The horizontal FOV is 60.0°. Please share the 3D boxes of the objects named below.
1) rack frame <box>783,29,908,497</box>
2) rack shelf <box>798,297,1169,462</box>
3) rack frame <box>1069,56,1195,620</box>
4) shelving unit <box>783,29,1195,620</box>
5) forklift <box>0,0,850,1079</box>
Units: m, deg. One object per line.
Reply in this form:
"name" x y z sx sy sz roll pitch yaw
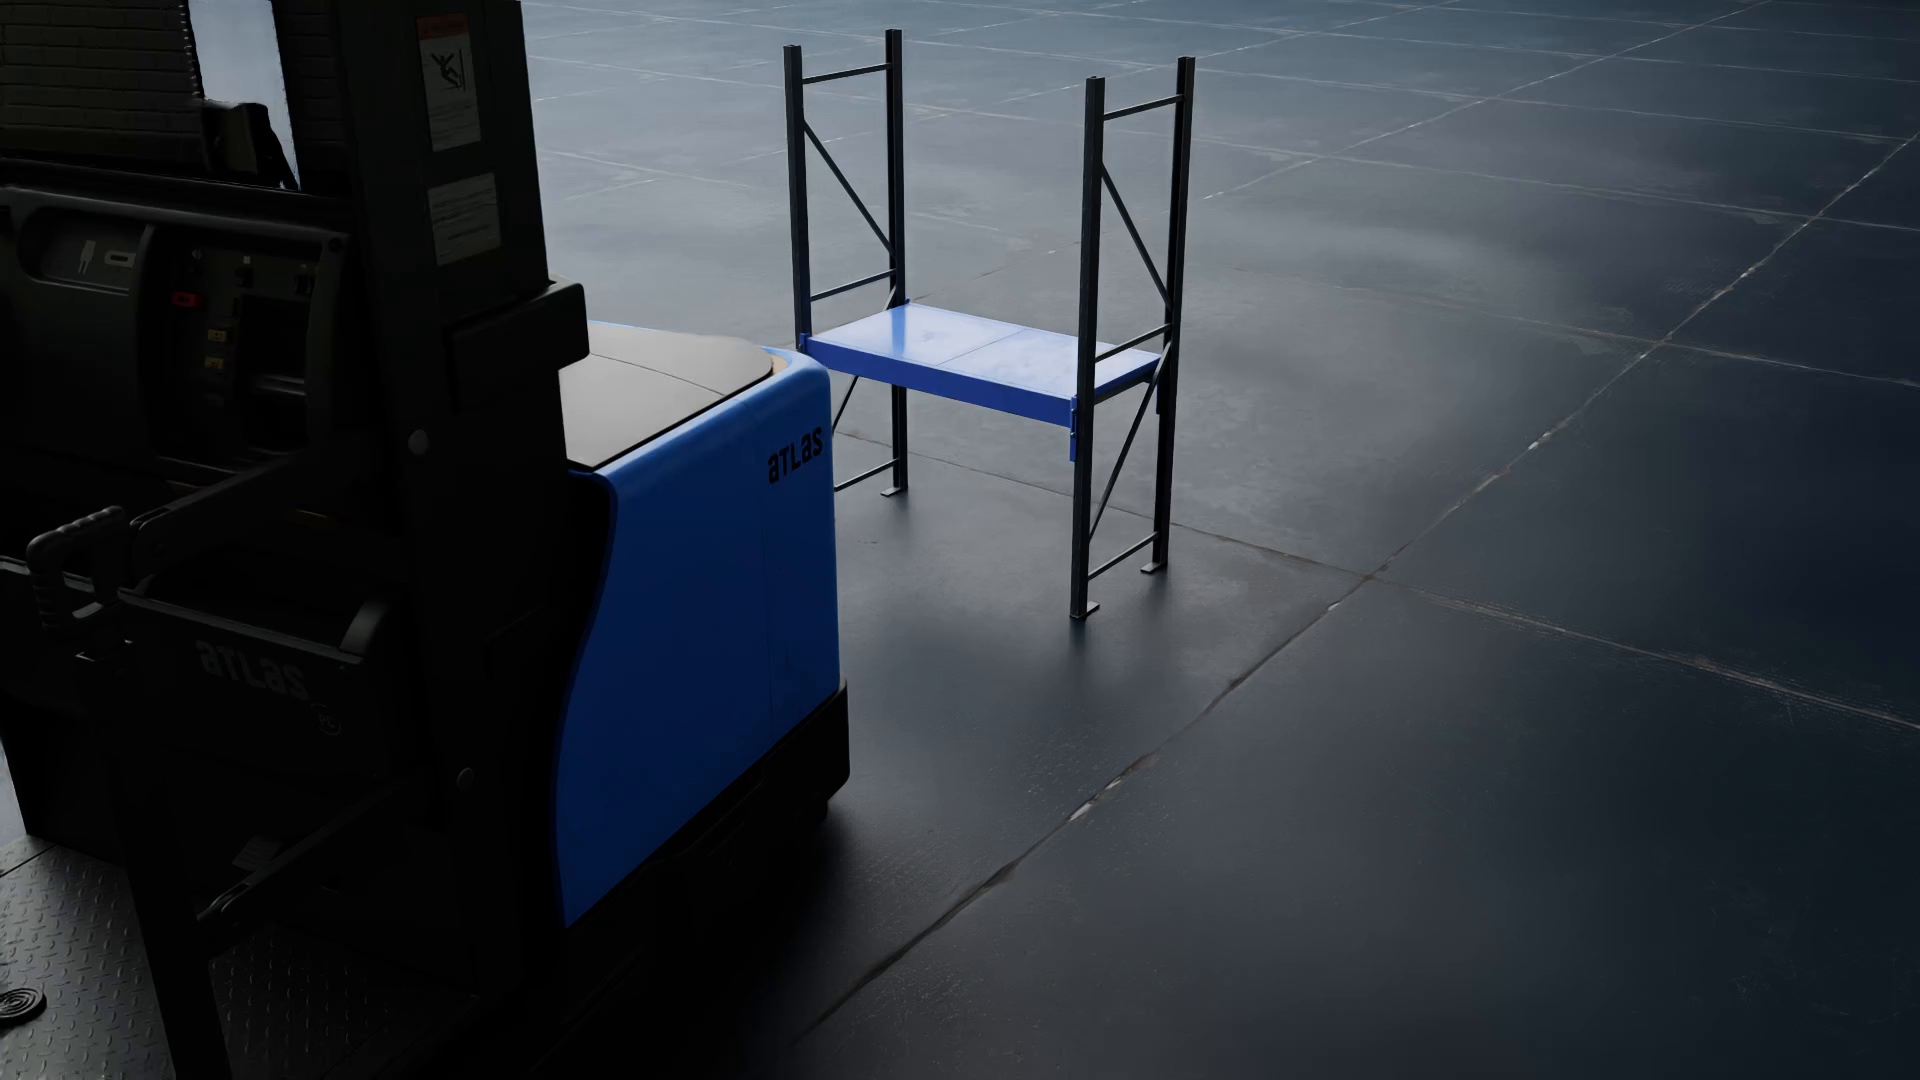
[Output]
"rack frame" -0.339 -0.789 5.180 0.032 1.500 0.500 17 29 33
"rack shelf" 0.068 -0.501 4.973 1.000 0.185 0.538 17 29 33
"rack frame" 0.475 -0.543 4.622 0.032 1.500 0.500 17 29 33
"shelving unit" 0.068 -0.666 4.901 1.048 1.500 0.538 17 29 33
"forklift" -1.349 -0.296 2.287 1.130 2.935 3.031 11 26 23
